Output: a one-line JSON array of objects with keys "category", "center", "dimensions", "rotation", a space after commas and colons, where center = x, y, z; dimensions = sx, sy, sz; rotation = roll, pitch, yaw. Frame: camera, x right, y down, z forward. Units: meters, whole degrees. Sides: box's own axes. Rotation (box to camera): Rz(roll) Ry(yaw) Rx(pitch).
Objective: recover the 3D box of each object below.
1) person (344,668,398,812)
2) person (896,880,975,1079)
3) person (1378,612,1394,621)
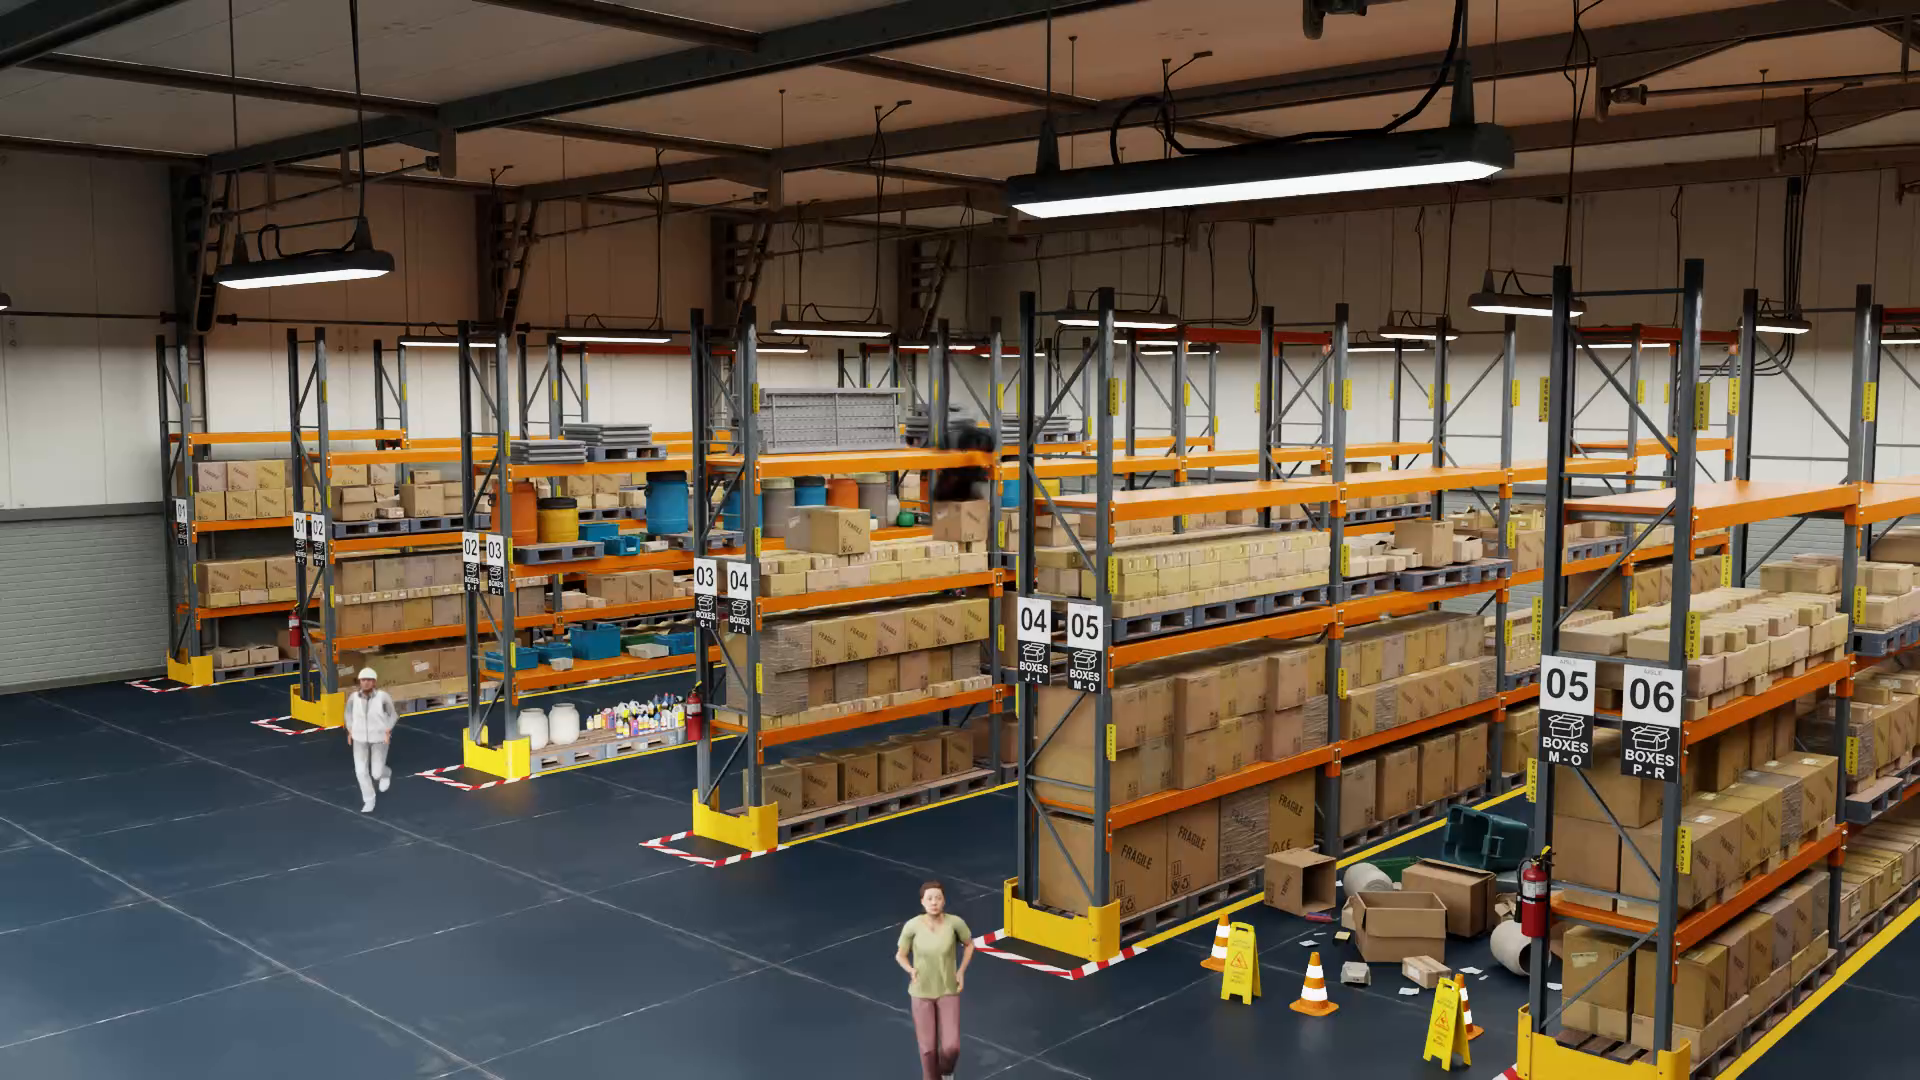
[{"category": "person", "center": [-7.194, 2.403, 20.330], "dimensions": [0.647, 1.729, 0.741], "rotation": [-1, 5, -8]}, {"category": "person", "center": [-0.173, 3.250, 11.834], "dimensions": [0.572, 1.601, 0.539], "rotation": [0, 5, -2]}, {"category": "person", "center": [6.657, 1.914, 25.949], "dimensions": [0.606, 1.653, 0.693], "rotation": [4, 7, 35]}]
